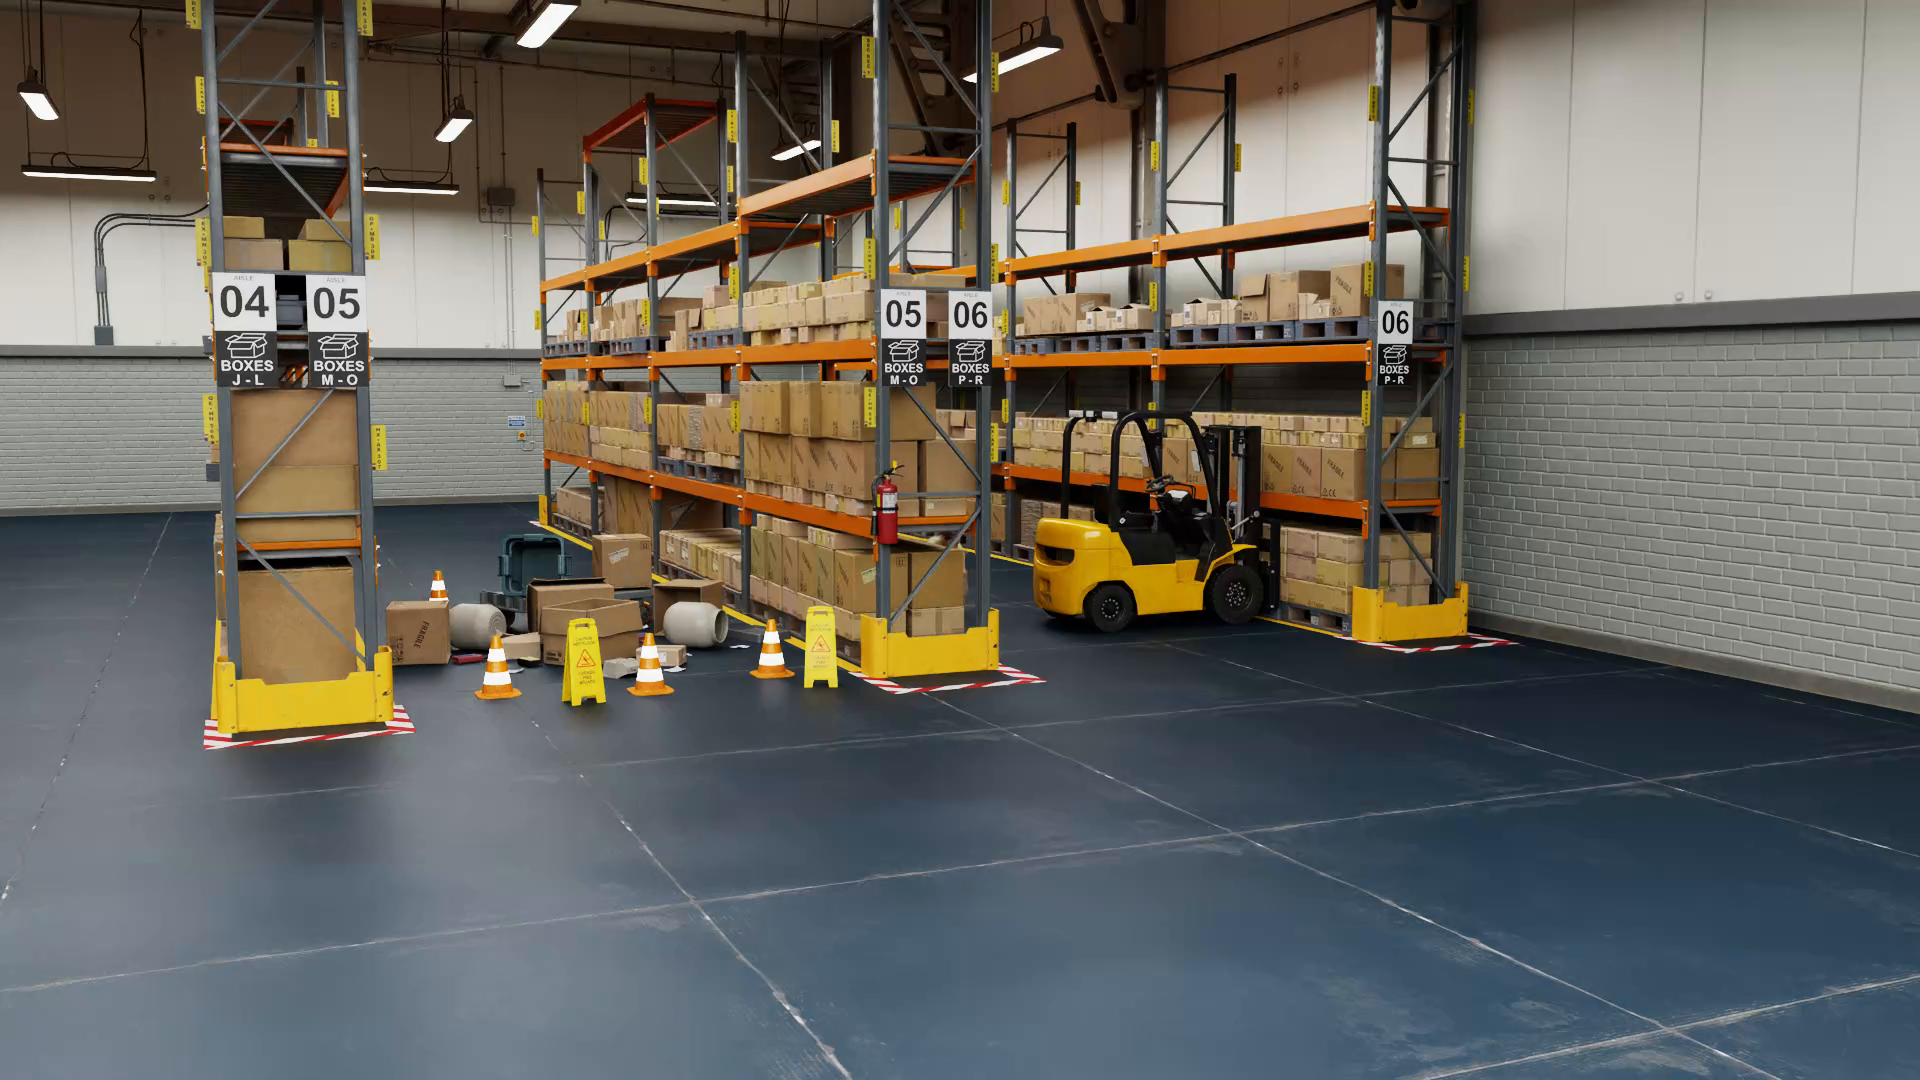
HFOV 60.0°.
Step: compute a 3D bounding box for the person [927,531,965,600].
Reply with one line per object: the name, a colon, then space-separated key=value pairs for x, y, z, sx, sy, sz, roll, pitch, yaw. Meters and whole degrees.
person: x=-0.211 y=0.293 z=17.838 sx=0.470 sy=0.936 sz=0.818 roll=-3 pitch=6 yaw=-25
